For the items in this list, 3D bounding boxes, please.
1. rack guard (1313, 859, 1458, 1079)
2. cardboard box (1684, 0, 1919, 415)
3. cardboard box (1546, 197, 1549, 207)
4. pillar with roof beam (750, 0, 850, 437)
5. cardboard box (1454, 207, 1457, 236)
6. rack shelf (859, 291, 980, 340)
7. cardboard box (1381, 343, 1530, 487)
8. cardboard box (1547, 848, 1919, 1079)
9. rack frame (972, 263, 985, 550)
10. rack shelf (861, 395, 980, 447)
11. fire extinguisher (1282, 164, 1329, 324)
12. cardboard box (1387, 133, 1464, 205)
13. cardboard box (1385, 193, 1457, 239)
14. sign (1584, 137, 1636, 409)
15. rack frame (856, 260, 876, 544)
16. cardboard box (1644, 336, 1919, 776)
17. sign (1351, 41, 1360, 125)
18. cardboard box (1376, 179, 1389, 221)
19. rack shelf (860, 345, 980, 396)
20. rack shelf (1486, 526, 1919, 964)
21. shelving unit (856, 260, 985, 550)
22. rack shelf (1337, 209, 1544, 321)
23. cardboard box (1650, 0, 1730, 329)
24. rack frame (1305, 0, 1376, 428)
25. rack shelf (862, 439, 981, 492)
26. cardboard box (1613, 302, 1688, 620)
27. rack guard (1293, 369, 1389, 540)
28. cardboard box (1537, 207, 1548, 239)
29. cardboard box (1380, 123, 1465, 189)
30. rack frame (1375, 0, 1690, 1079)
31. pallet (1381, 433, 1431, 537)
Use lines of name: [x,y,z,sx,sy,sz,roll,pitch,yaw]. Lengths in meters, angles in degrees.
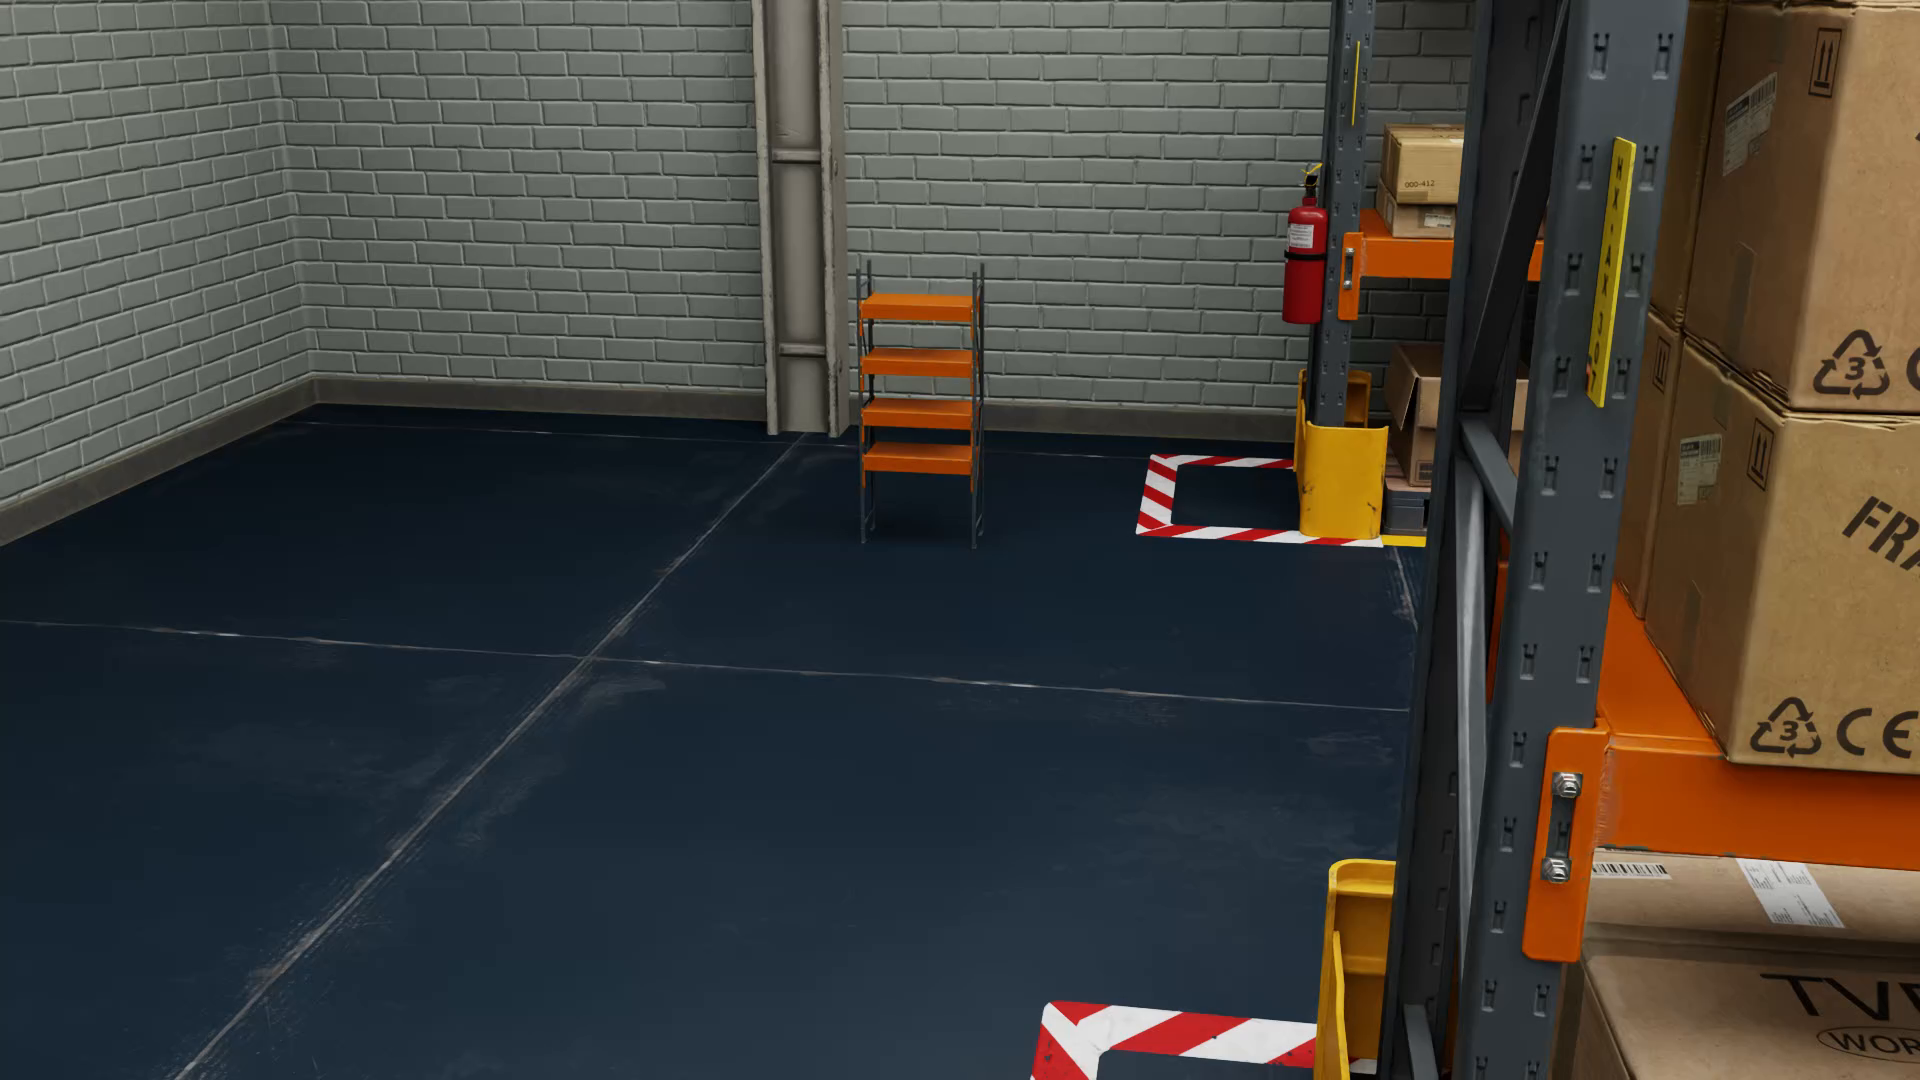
rack guard: [0.885,1.124,3.156,0.348,0.500,1.175,3,19,9]
cardboard box: [1.337,-0.468,2.242,0.500,0.500,0.500,3,19,7]
cardboard box: [2.595,-1.553,6.984,0.500,0.250,0.500,3,19,9]
pillar with roof beam: [-1.510,-3.530,3.670,0.400,9.000,9.100,3,19,9]
cardboard box: [2.232,-1.395,7.142,0.250,0.149,0.380,3,19,10]
rack shelf: [-0.163,-0.950,7.013,0.480,0.148,0.258,3,19,9]
cardboard box: [2.281,-0.570,7.552,0.637,0.503,0.797,2,19,6]
cardboard box: [1.576,0.958,3.090,0.875,0.438,0.875,2,19,7]
rack frame: [0.077,-0.565,7.101,0.015,1.200,0.240,3,19,9]
rack shelf: [-0.163,-0.514,7.159,0.480,0.148,0.258,3,19,9]
fire extinguisher: [1.473,-1.264,7.064,0.183,0.674,0.296,3,19,9]
cardboard box: [2.097,-1.578,7.060,0.500,0.250,0.500,3,19,9]
cardboard box: [1.973,-1.394,7.137,0.250,0.149,0.380,3,19,8]
sign: [0.814,-0.335,2.087,0.005,0.325,0.100,3,19,9]
rack frame: [-0.404,-0.590,7.174,0.015,1.200,0.240,3,19,9]
cardboard box: [1.337,0.007,2.399,0.500,0.500,0.500,3,19,8]
sign: [1.606,-1.856,6.758,0.005,0.325,0.100,3,19,9]
cardboard box: [2.062,-1.564,7.645,0.250,0.149,0.380,3,19,8]
rack shelf: [-0.163,-0.726,7.088,0.480,0.148,0.258,3,19,9]
rack shelf: [2.883,0.382,2.569,4.000,0.370,1.077,3,19,9]
shelving unit: [-0.163,-0.577,7.138,0.503,1.200,0.258,3,19,9]
rack shelf: [3.667,-1.174,7.217,4.000,0.370,1.077,3,19,9]
cardboard box: [1.422,-0.632,2.731,0.500,0.500,0.500,4,19,10]
rack frame: [1.692,-1.615,7.404,0.127,3.000,1.000,3,19,9]
rack shelf: [-0.163,-0.325,7.222,0.480,0.148,0.258,3,19,9]
cardboard box: [1.427,-0.166,2.915,0.500,0.500,0.500,3,19,9]
rack guard: [1.767,-0.426,7.789,0.348,0.500,1.175,3,19,9]
cardboard box: [2.496,-1.393,7.135,0.250,0.149,0.380,3,19,8]
cardboard box: [2.188,-1.745,7.559,0.500,0.250,0.500,3,19,10]
rack frame: [0.908,-0.060,2.755,0.127,3.000,1.000,3,19,9]
pallet: [2.554,-0.249,7.716,1.213,0.211,1.003,3,19,9]
